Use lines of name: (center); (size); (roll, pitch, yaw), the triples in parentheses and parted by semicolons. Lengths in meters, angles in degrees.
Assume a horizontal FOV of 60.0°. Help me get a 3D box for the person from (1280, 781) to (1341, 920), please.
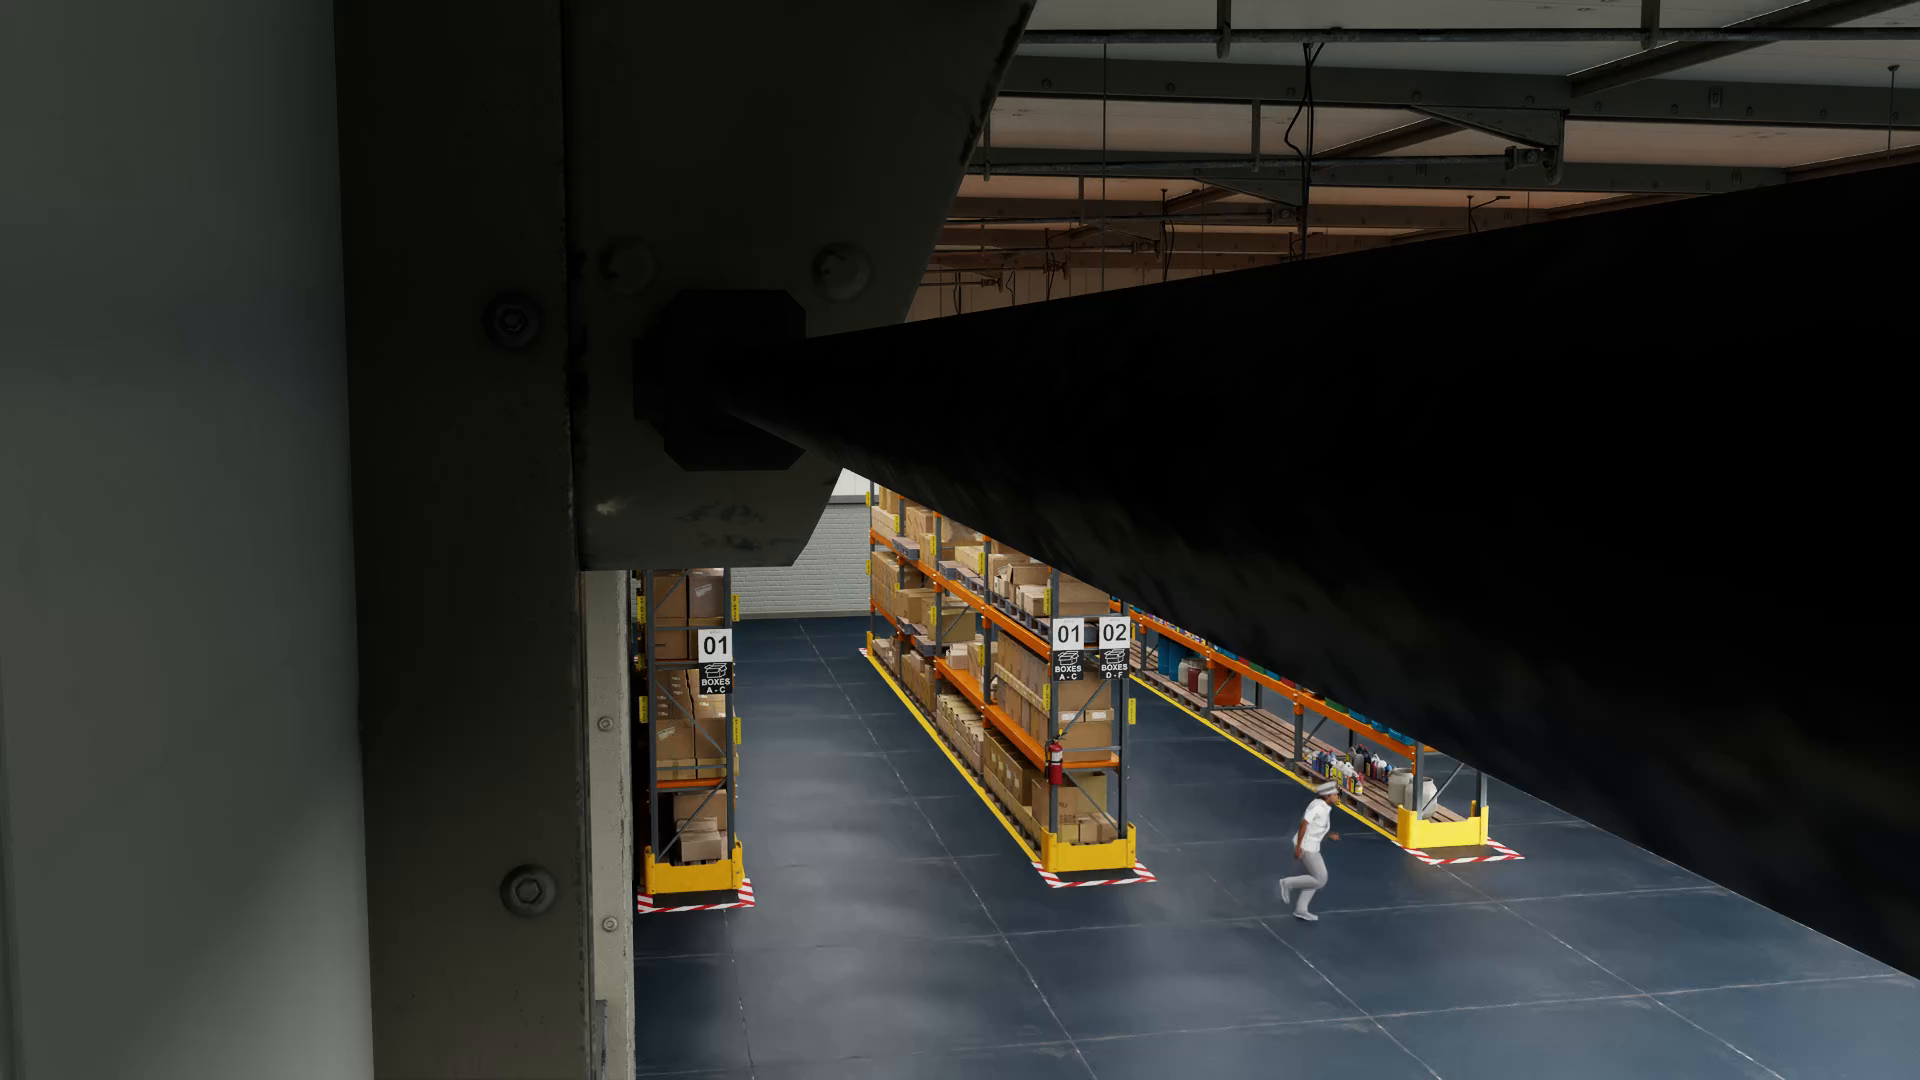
person: (4.021, 3.559, 19.088); (0.694, 1.618, 0.563); (0, 6, 4)
